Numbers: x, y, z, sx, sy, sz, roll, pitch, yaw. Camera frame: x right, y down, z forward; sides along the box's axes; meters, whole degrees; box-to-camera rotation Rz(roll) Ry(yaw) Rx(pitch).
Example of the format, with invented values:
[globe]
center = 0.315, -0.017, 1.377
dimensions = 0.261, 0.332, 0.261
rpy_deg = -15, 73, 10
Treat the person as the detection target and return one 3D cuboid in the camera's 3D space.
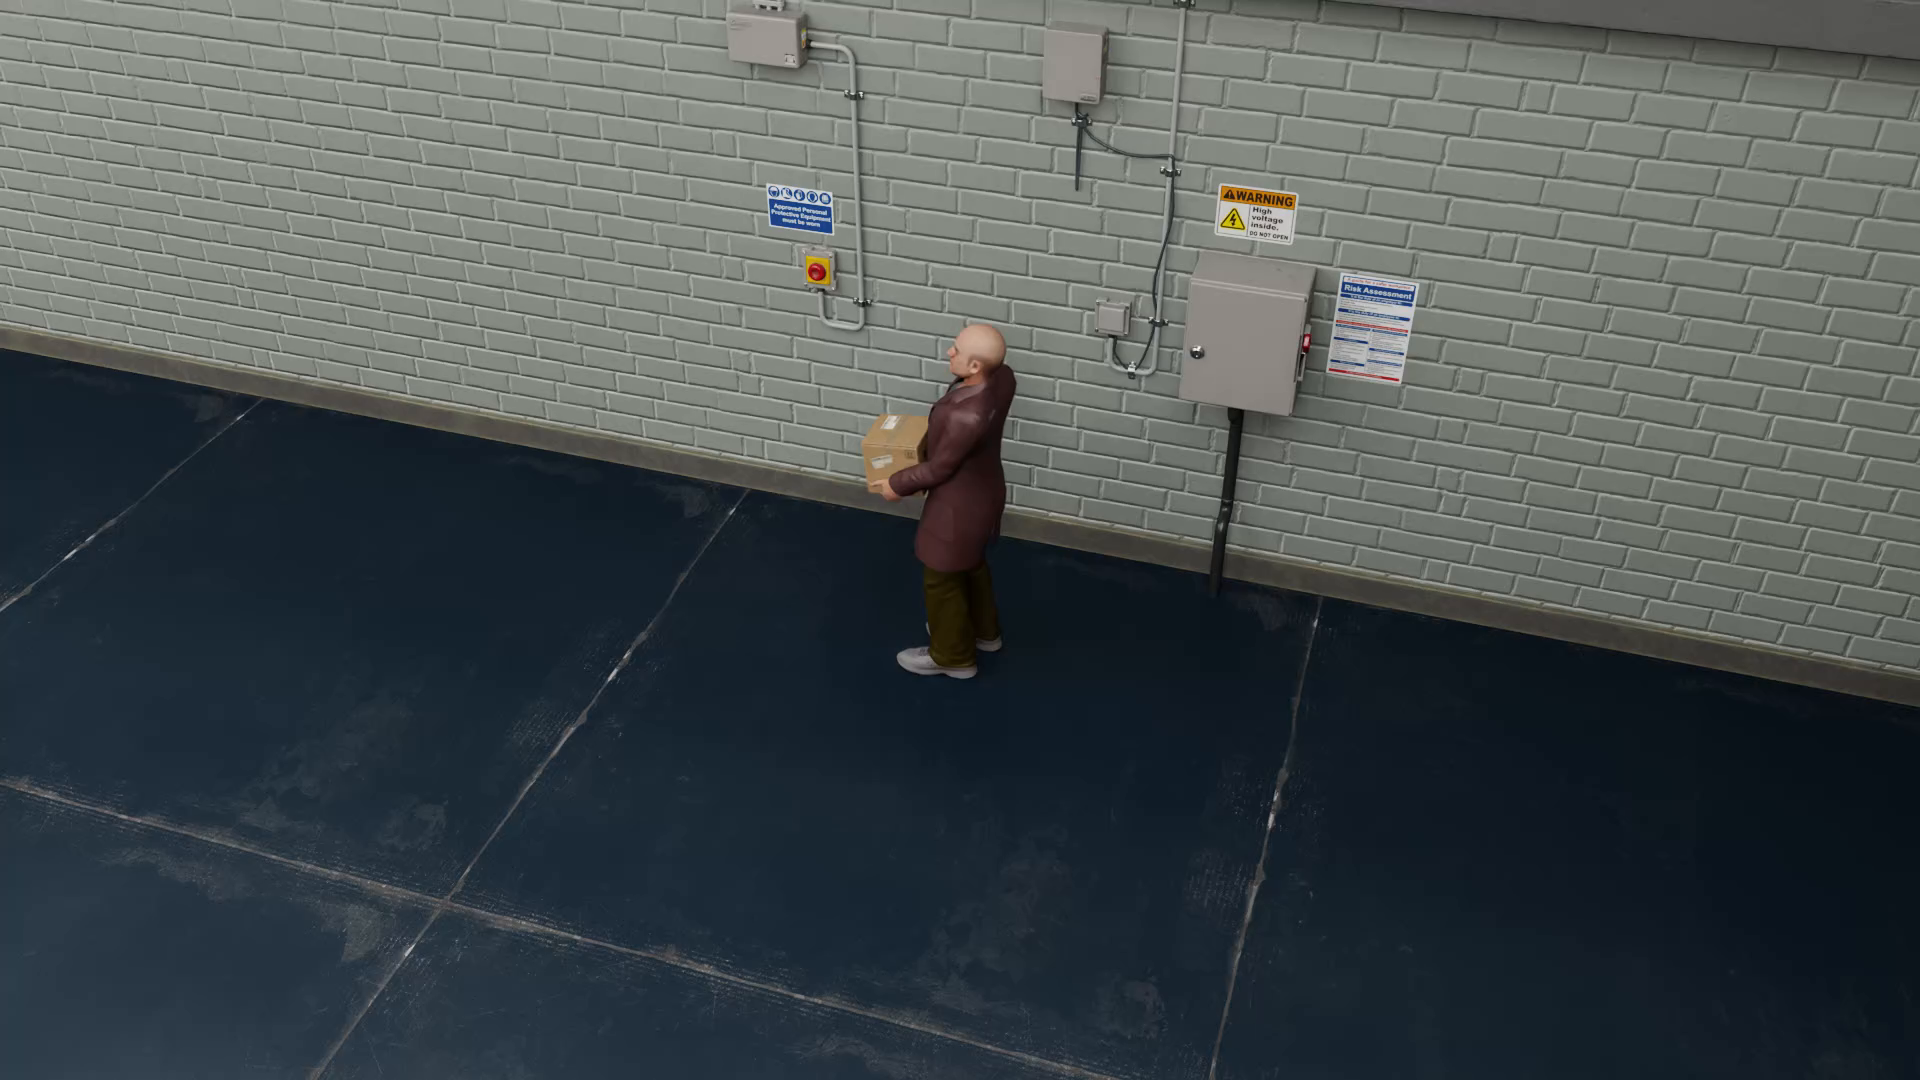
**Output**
[person]
center = -0.070, -0.177, 7.142
dimensions = 0.559, 1.777, 0.534
rpy_deg = 10, 38, 14
